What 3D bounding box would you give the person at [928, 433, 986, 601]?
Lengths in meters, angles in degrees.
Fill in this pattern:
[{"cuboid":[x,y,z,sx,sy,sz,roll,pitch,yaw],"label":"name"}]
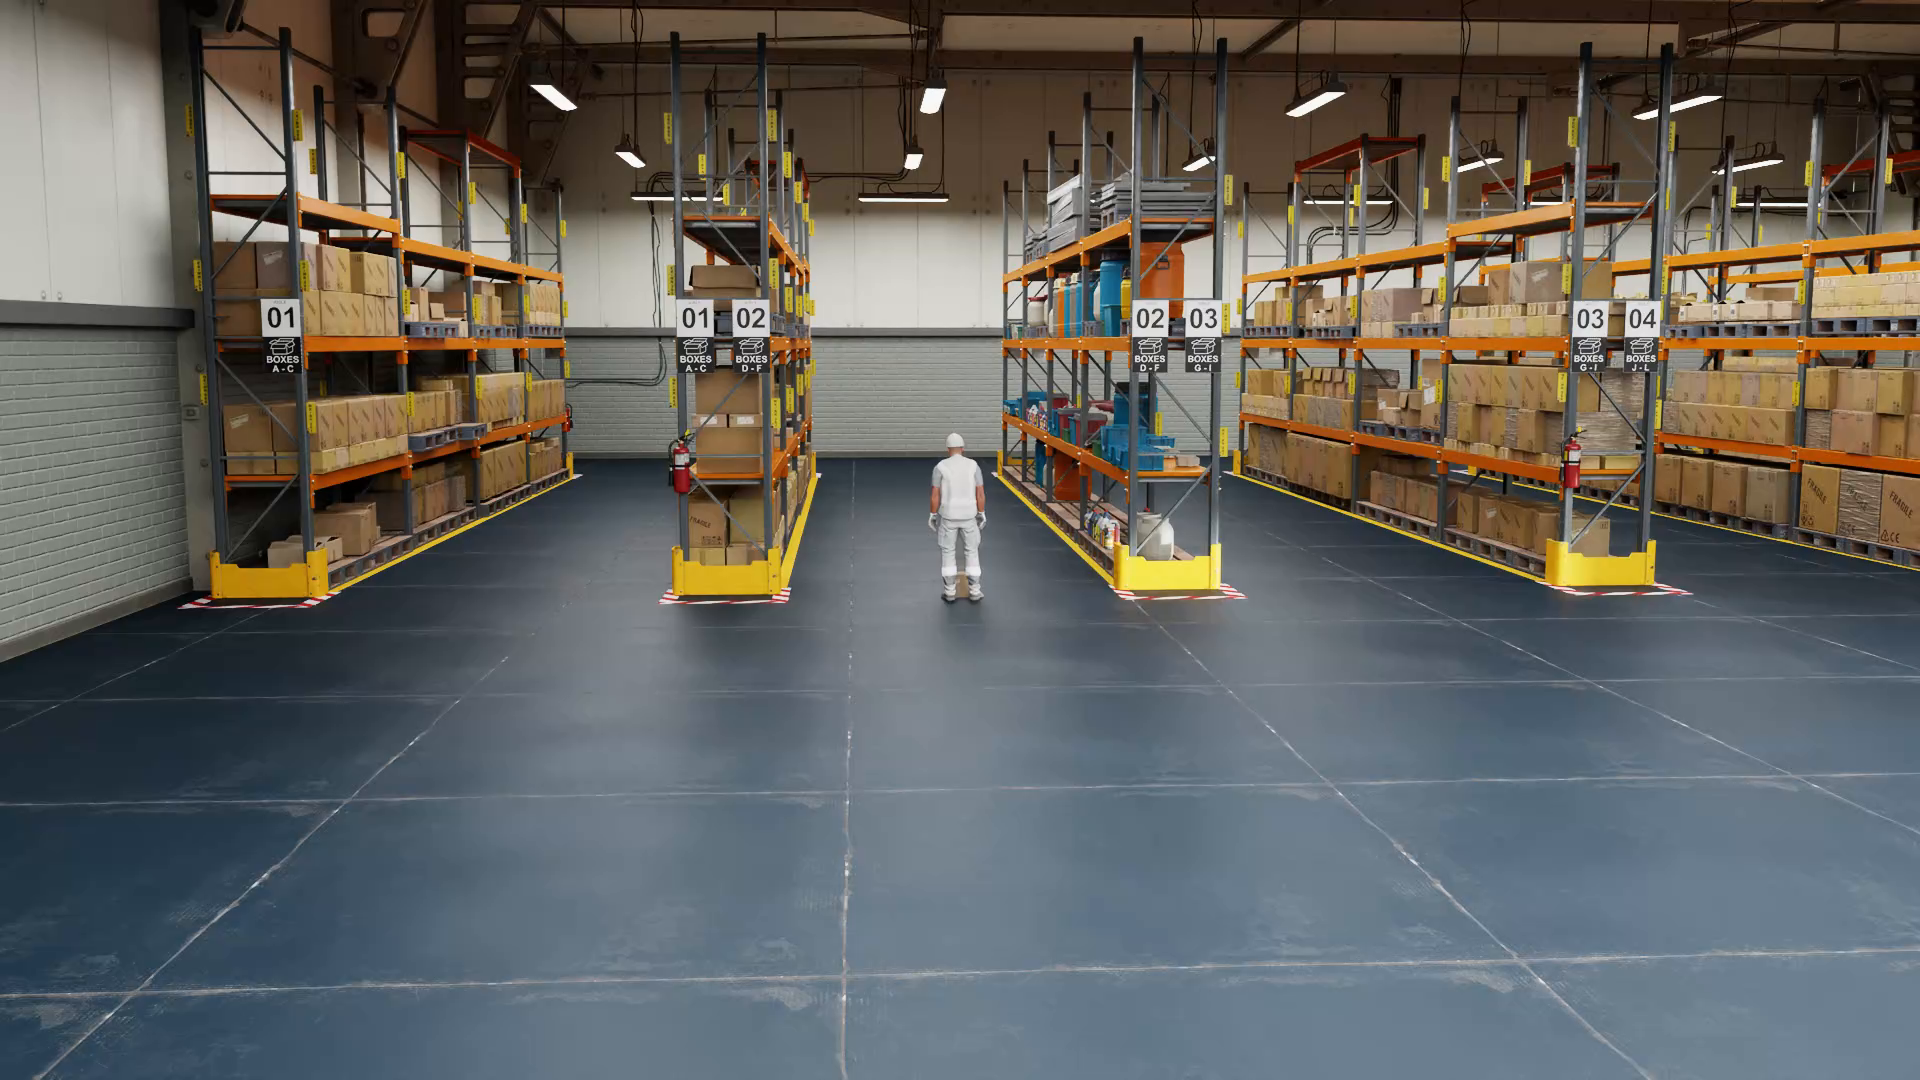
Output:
[{"cuboid":[-0.028,-0.248,17.764,0.620,1.780,0.446,-1,7,-7],"label":"person"}]
